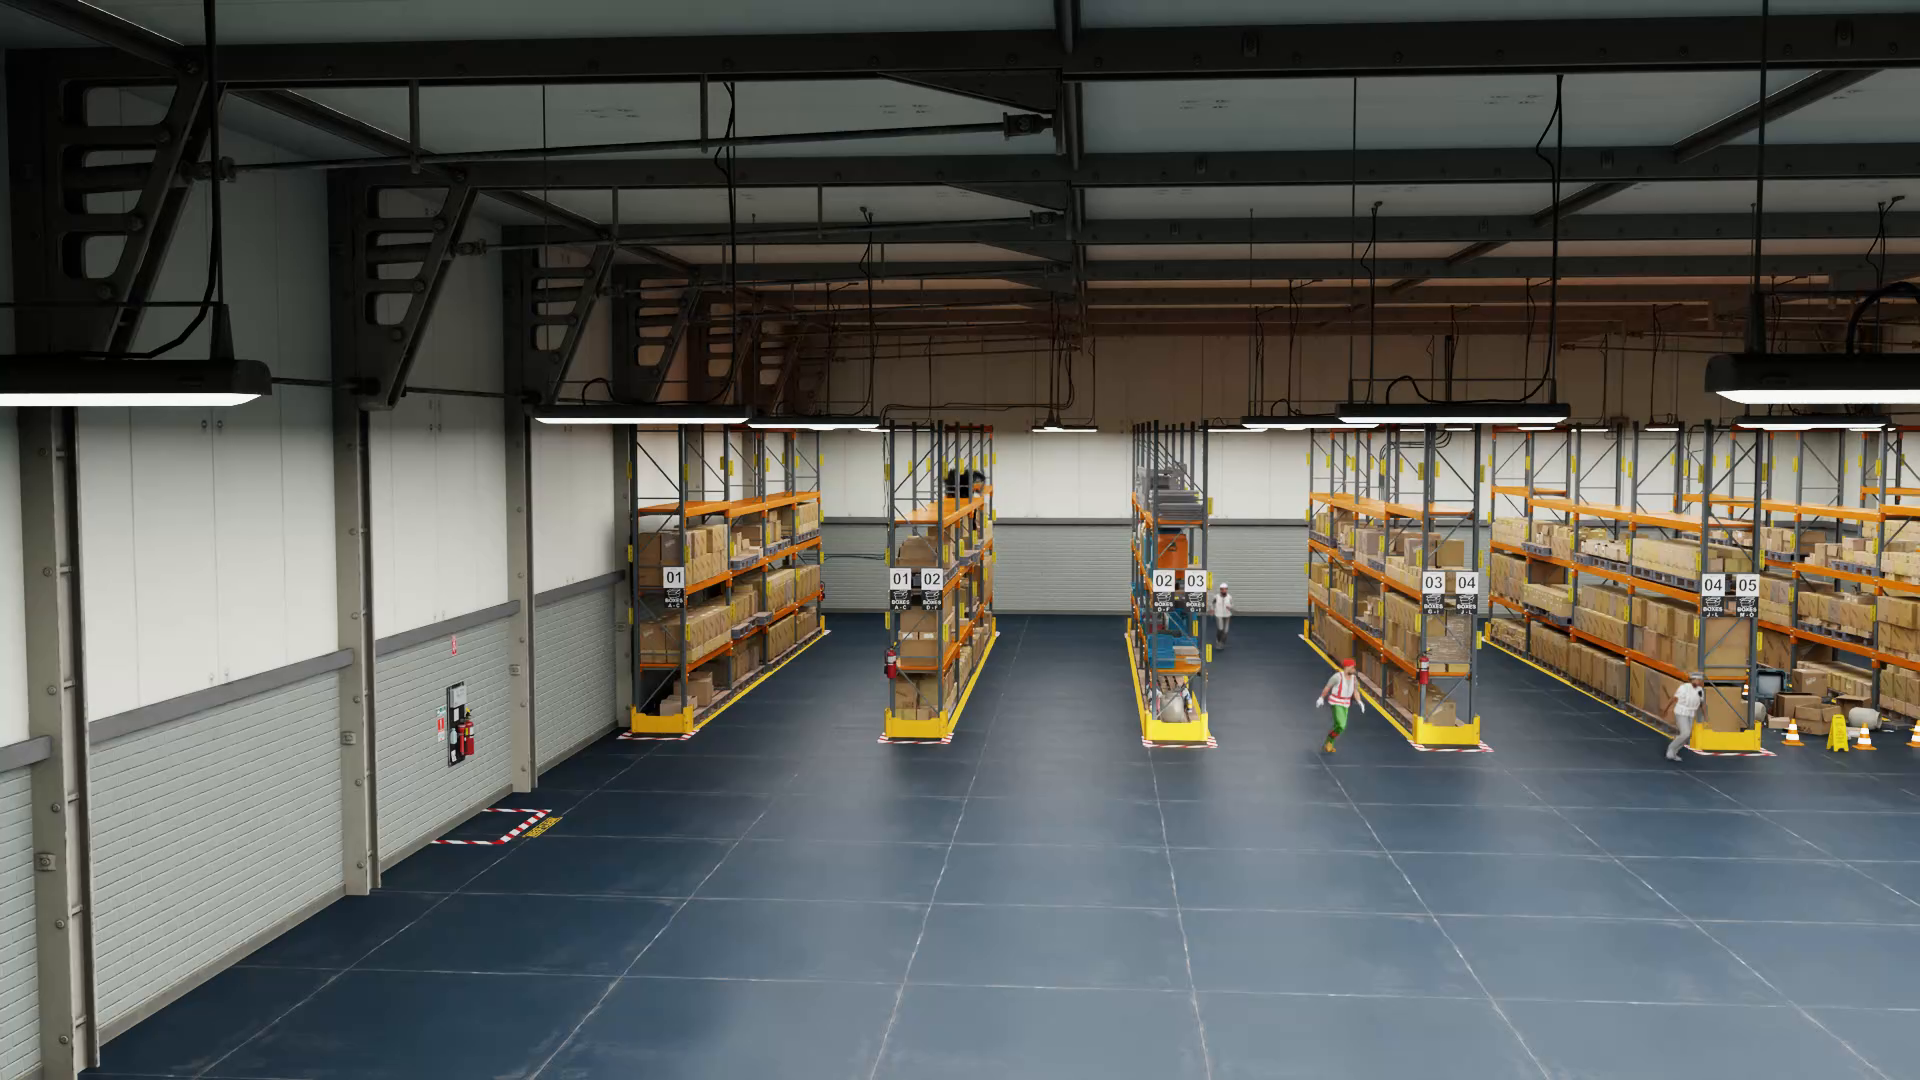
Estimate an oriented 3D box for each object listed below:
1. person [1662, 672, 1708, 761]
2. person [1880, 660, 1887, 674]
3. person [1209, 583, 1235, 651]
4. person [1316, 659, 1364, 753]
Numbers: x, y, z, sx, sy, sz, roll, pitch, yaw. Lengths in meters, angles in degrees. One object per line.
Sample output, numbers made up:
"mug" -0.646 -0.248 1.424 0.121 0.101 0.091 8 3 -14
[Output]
"person" 12.694 3.074 29.068 0.581 1.609 0.675 -1 4 -19
"person" 21.468 2.379 38.311 0.691 1.734 1.063 0 4 0
"person" 6.981 2.051 44.139 0.613 1.799 0.725 0 4 -5
"person" 6.832 2.964 29.769 0.633 1.721 0.706 -2 4 -30
